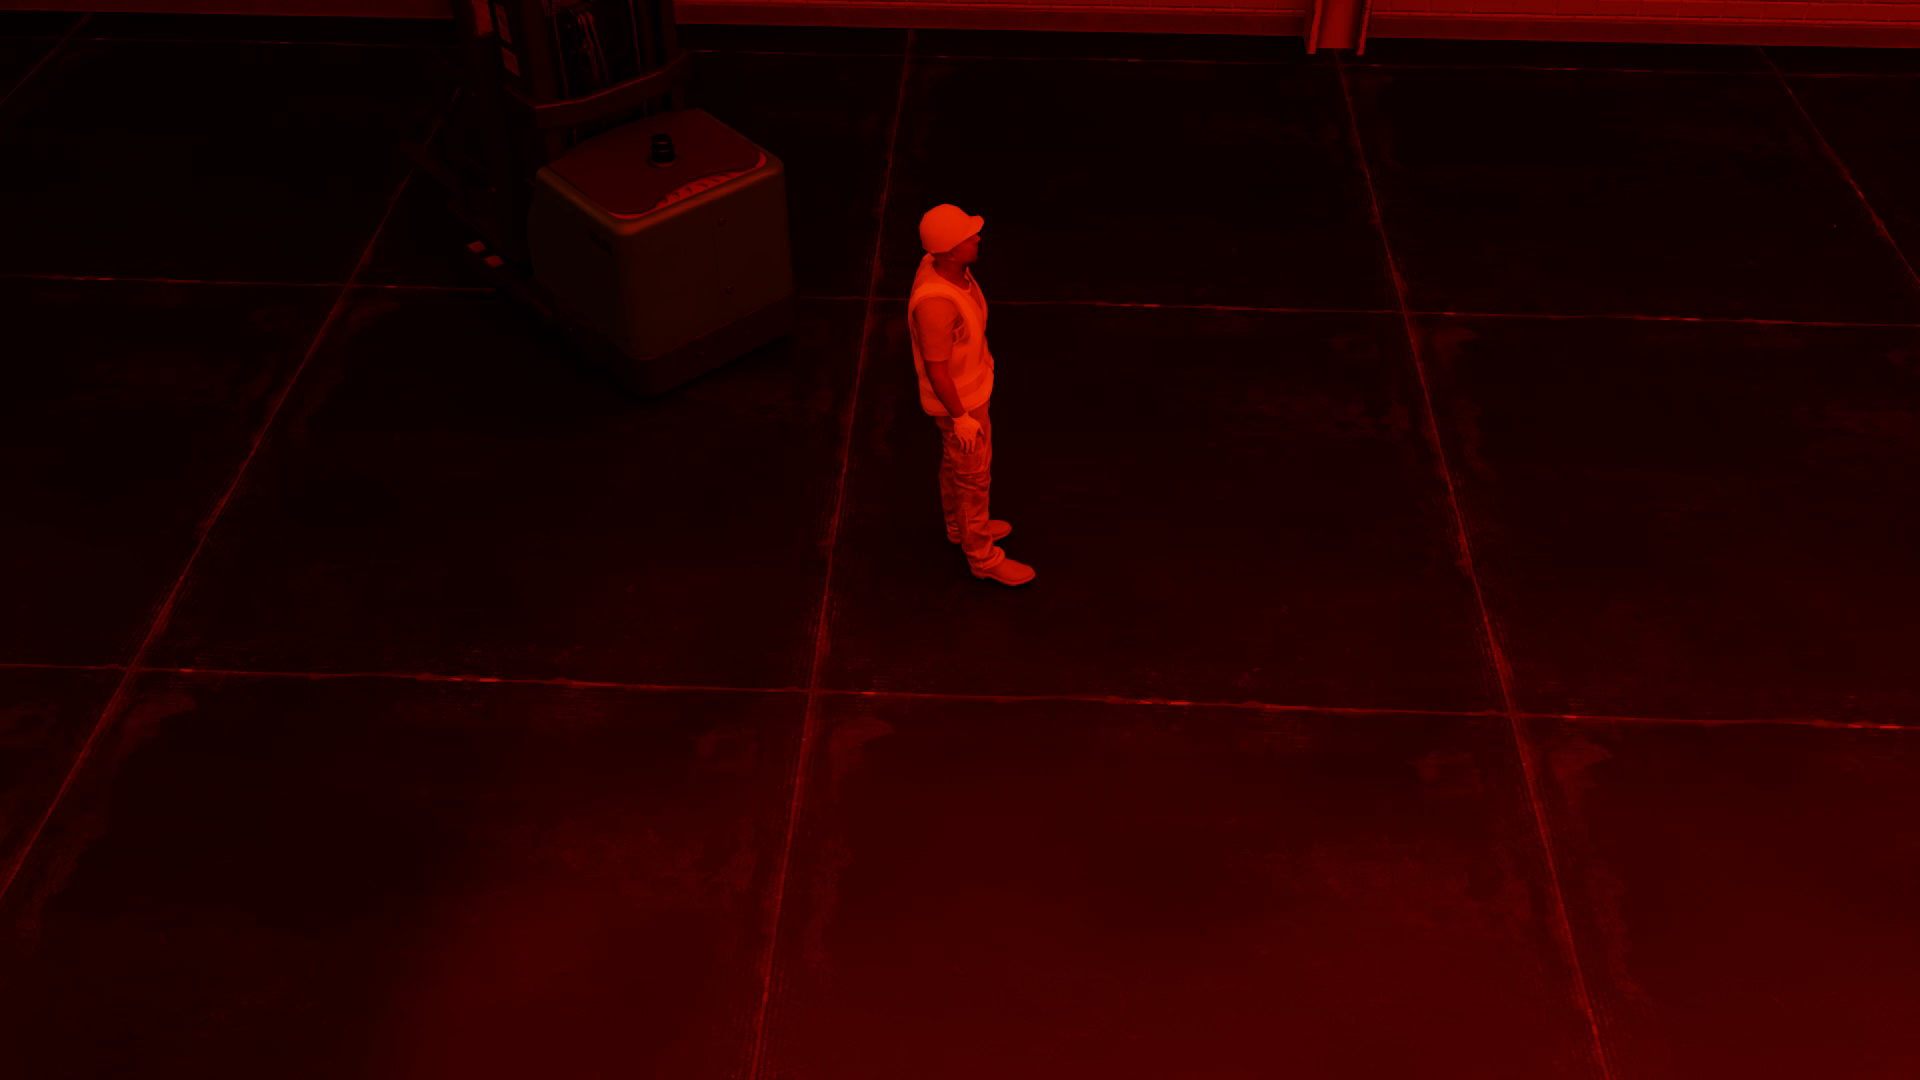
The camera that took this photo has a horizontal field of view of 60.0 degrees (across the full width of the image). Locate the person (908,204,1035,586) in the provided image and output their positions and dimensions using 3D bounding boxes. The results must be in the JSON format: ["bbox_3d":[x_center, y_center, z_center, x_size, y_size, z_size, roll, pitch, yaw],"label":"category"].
[{"bbox_3d":[0.072,-0.656,7.302,0.575,1.784,0.656,2,42,2],"label":"person"}]

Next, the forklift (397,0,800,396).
[{"bbox_3d":[-2.227,-2.745,8.749,1.130,2.935,3.031,-31,51,-29],"label":"forklift"}]
